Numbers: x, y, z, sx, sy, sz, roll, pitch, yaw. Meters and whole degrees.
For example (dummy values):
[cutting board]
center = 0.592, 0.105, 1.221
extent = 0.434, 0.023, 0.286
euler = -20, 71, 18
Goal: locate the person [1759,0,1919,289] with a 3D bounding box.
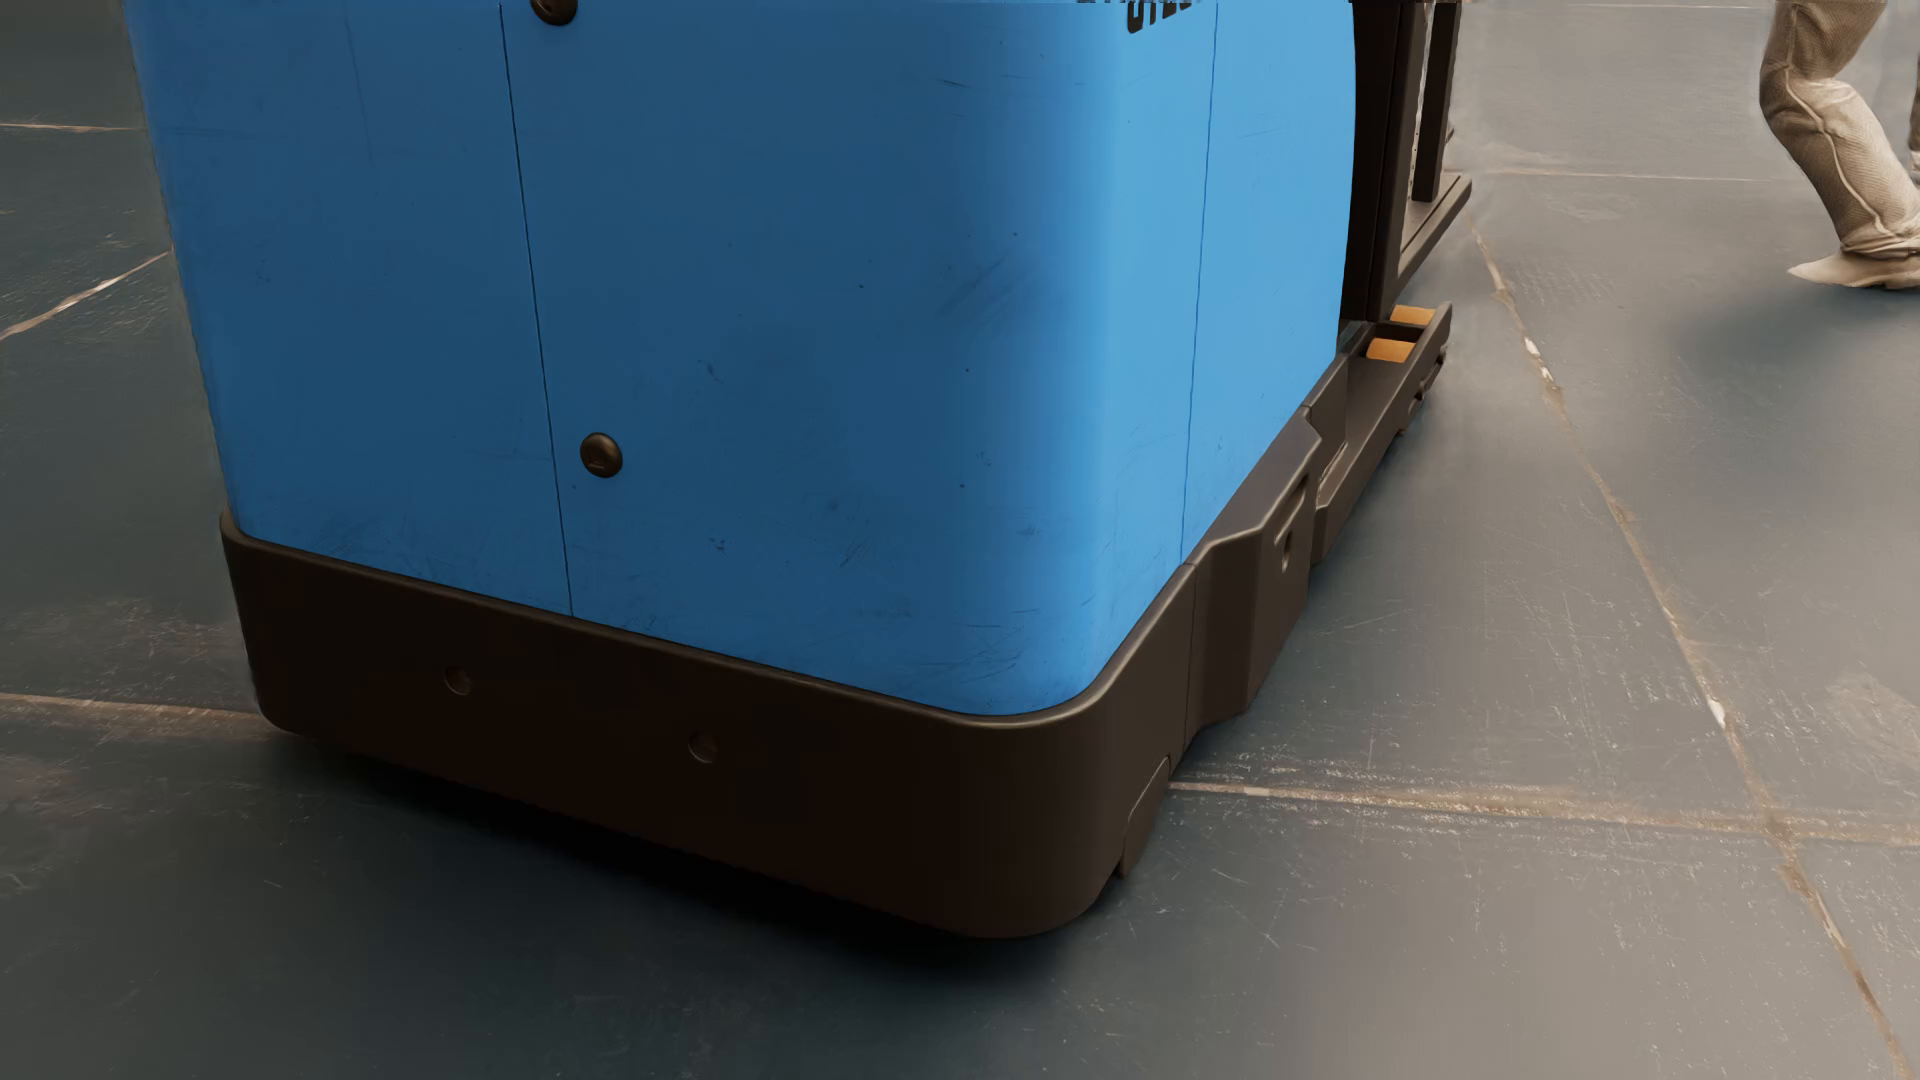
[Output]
[person]
center = 1.906, -1.357, 3.429
extent = 1.121, 1.684, 0.573
euler = -3, 27, -6

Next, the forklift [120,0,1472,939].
[forklift]
center = 0.245, -1.564, 2.352
extent = 1.130, 2.935, 3.031
euler = 12, 29, 22
